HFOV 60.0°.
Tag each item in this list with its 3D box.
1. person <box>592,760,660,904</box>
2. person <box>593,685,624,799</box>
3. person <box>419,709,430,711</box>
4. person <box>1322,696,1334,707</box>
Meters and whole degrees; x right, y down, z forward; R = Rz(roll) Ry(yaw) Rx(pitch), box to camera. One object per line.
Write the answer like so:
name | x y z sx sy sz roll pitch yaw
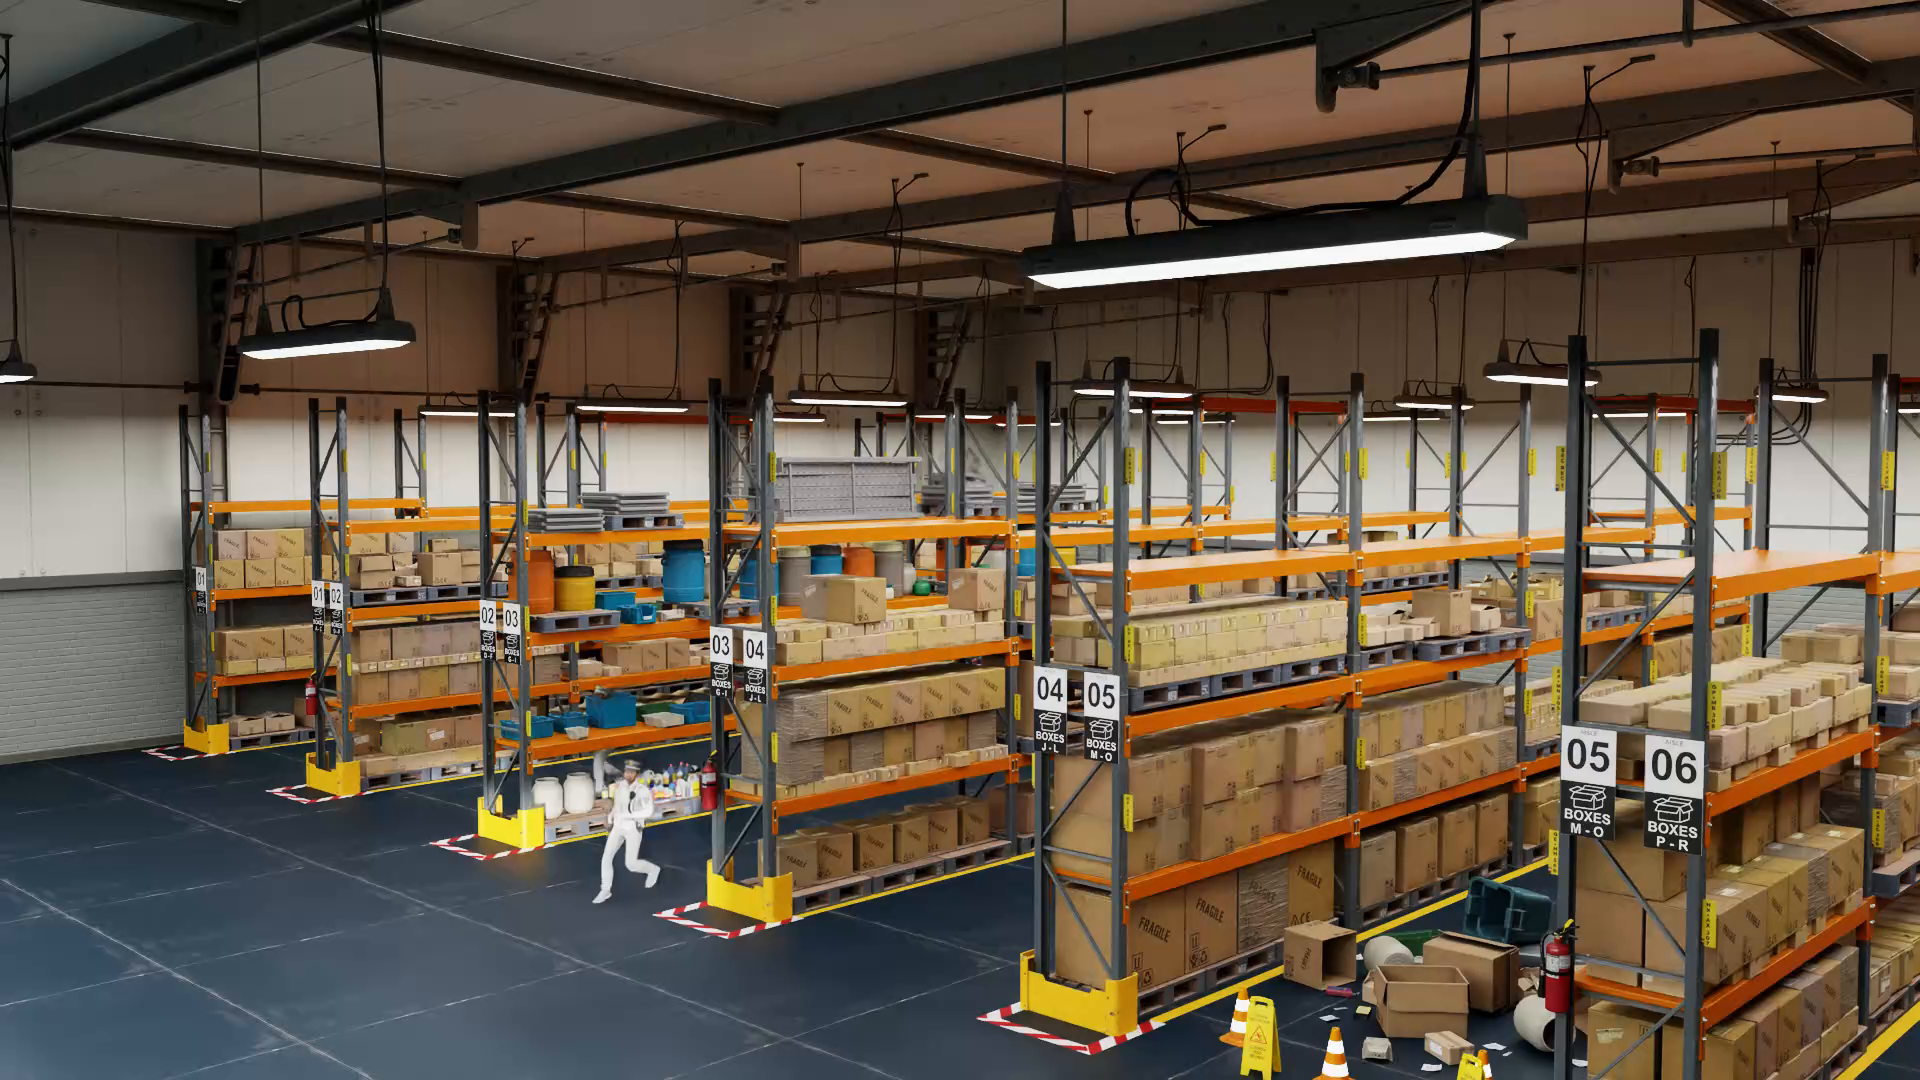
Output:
person | -3.809 3.351 19.240 0.645 1.665 0.784 2 4 32
person | -5.322 3.013 24.991 0.600 1.705 0.776 3 4 41
person | -9.115 2.865 28.331 0.581 1.631 0.806 3 4 41
person | 5.269 3.080 23.980 0.555 1.698 0.681 2 4 31
